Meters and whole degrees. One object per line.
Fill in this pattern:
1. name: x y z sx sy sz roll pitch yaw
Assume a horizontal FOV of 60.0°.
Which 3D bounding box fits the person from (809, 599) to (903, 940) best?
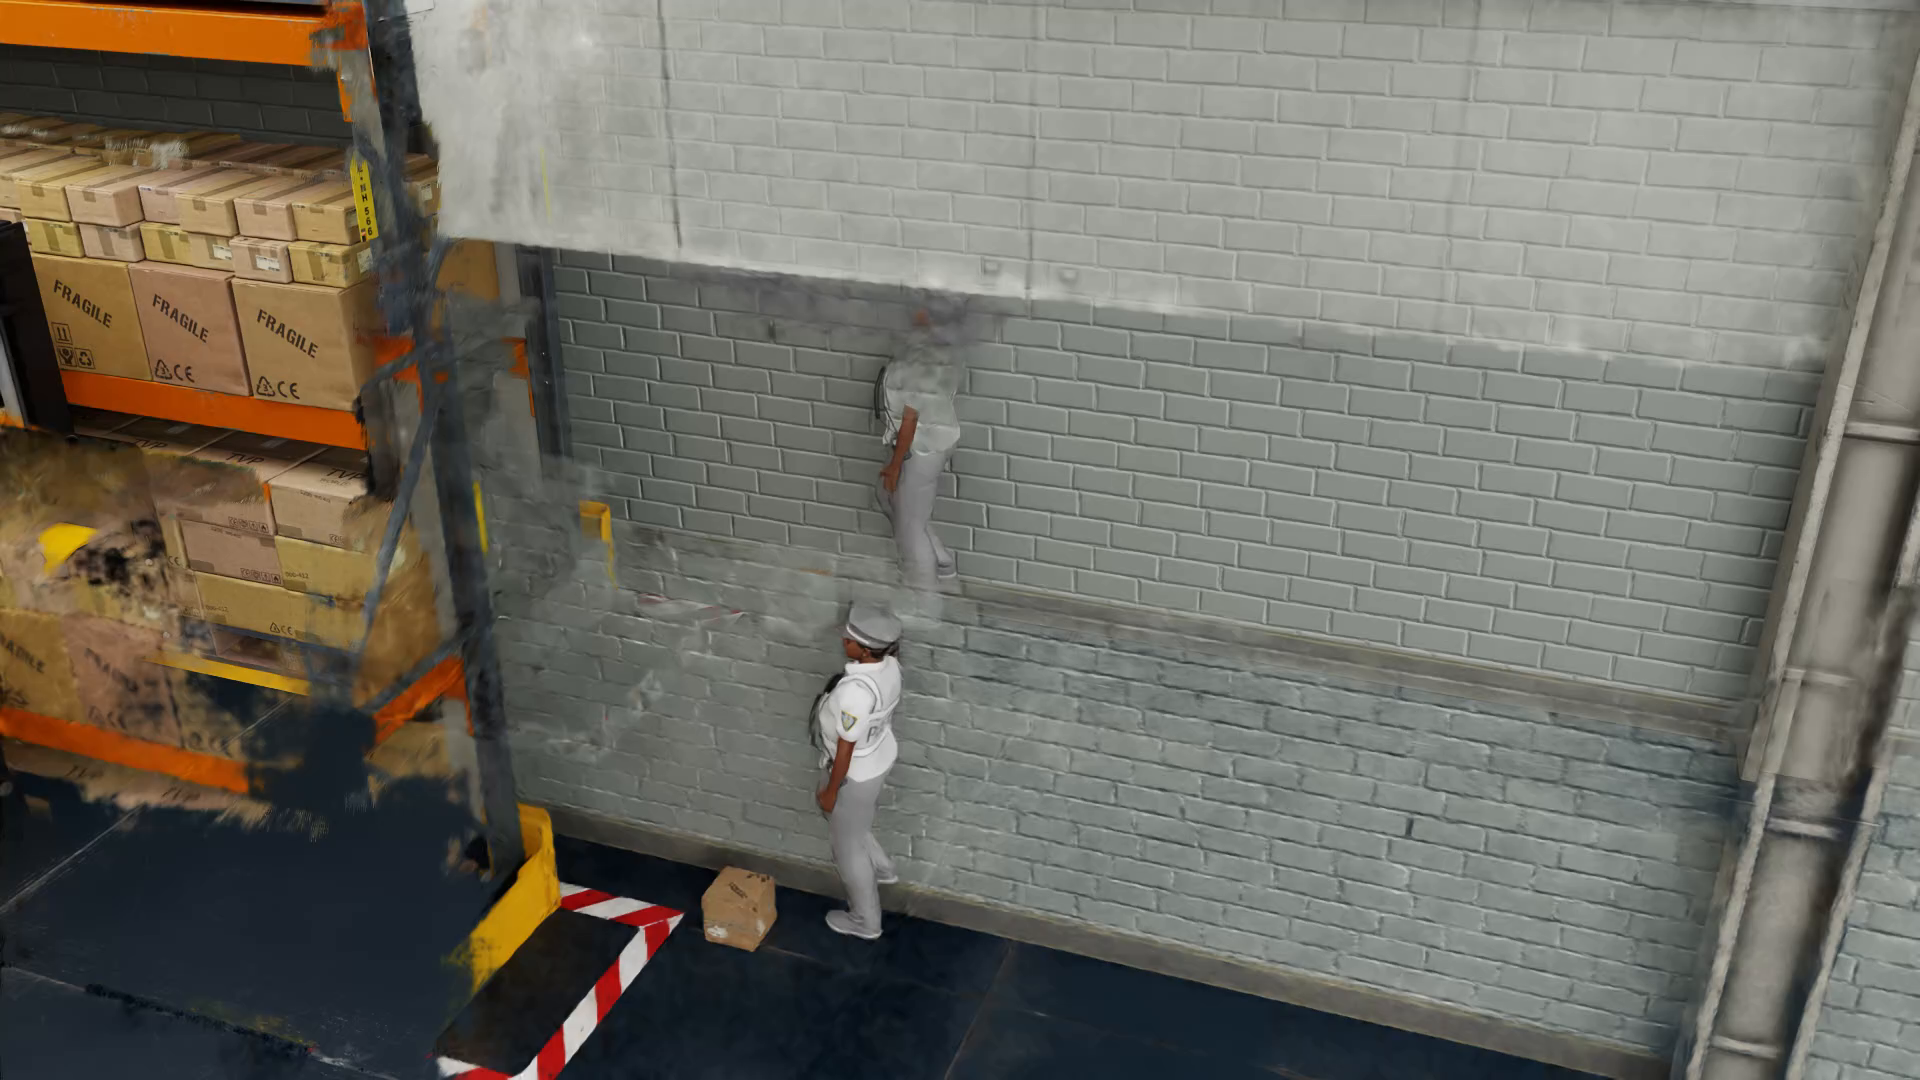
1. person: -0.210 -0.405 7.421 0.502 1.679 0.437 9 27 19
